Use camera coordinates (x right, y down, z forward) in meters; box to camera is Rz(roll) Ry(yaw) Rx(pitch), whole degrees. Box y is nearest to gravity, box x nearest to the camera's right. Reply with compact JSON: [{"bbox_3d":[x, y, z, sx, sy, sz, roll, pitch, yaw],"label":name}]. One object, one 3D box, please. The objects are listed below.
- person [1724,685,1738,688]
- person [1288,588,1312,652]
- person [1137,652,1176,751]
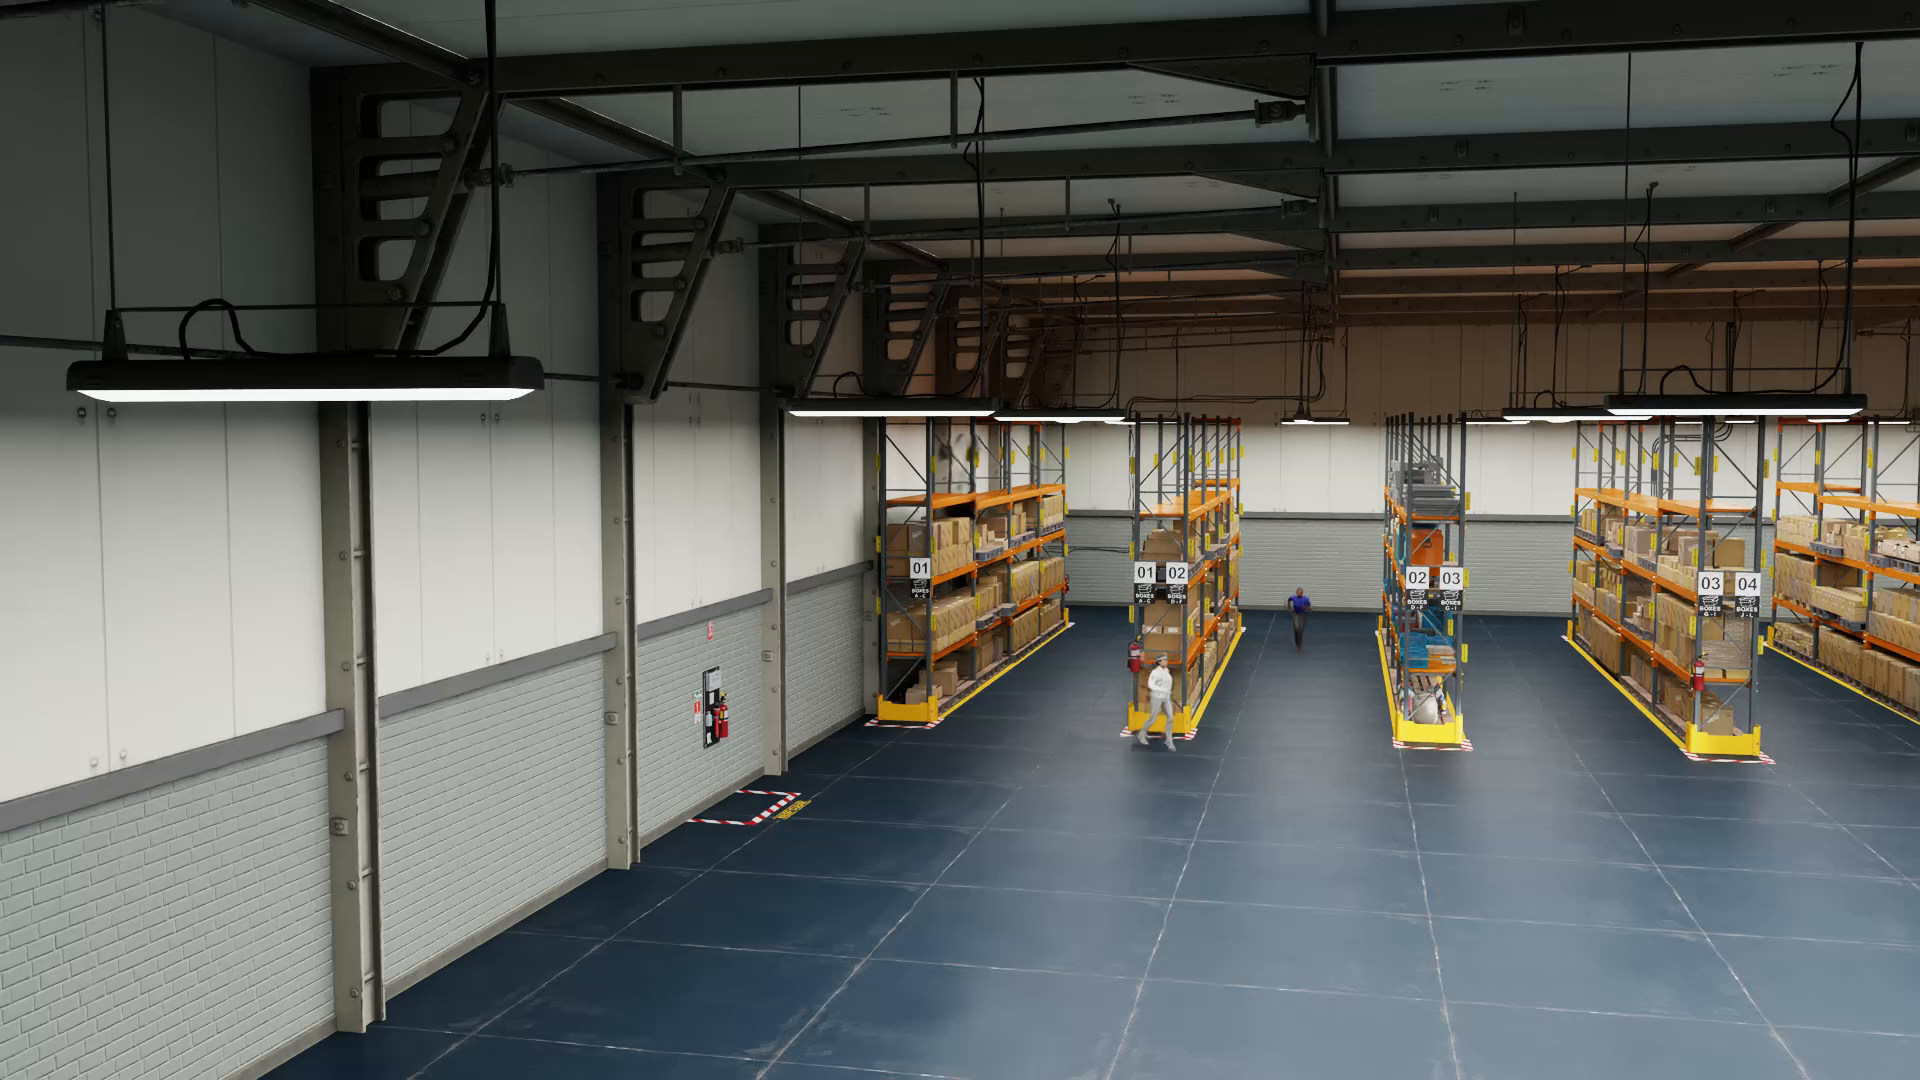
[{"bbox_3d":[16.989,2.451,36.335,0.586,1.621,0.583,1,4,12],"label":"person"},{"bbox_3d":[8.723,2.034,42.740,0.574,1.660,0.908,0,4,5],"label":"person"},{"bbox_3d":[3.568,2.865,29.736,0.619,1.723,0.843,-3,5,-40],"label":"person"}]
